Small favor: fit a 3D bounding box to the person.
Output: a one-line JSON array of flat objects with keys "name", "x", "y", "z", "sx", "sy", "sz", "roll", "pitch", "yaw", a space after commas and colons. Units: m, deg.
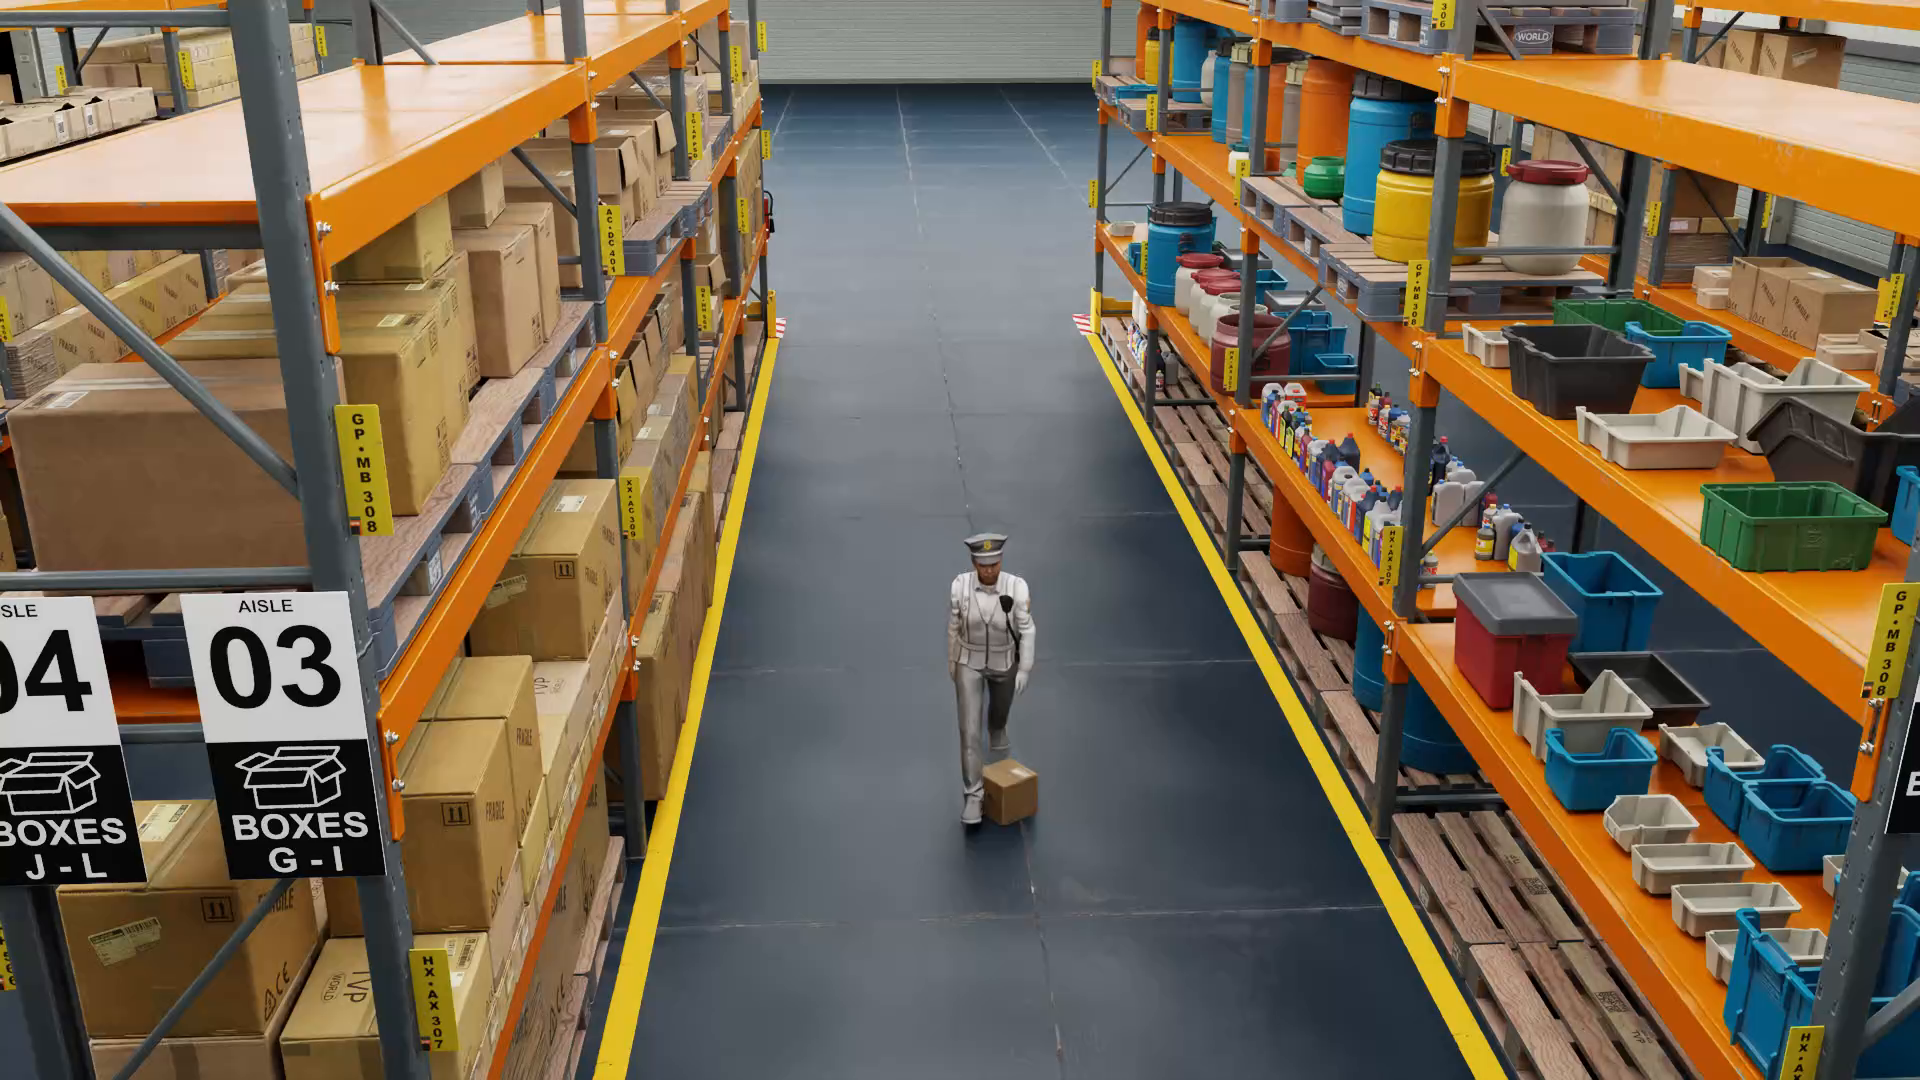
[{"name": "person", "x": 0.174, "y": 0.673, "z": 9.318, "sx": 0.488, "sy": 1.608, "sz": 1.091, "roll": -1, "pitch": 21, "yaw": -2}]
